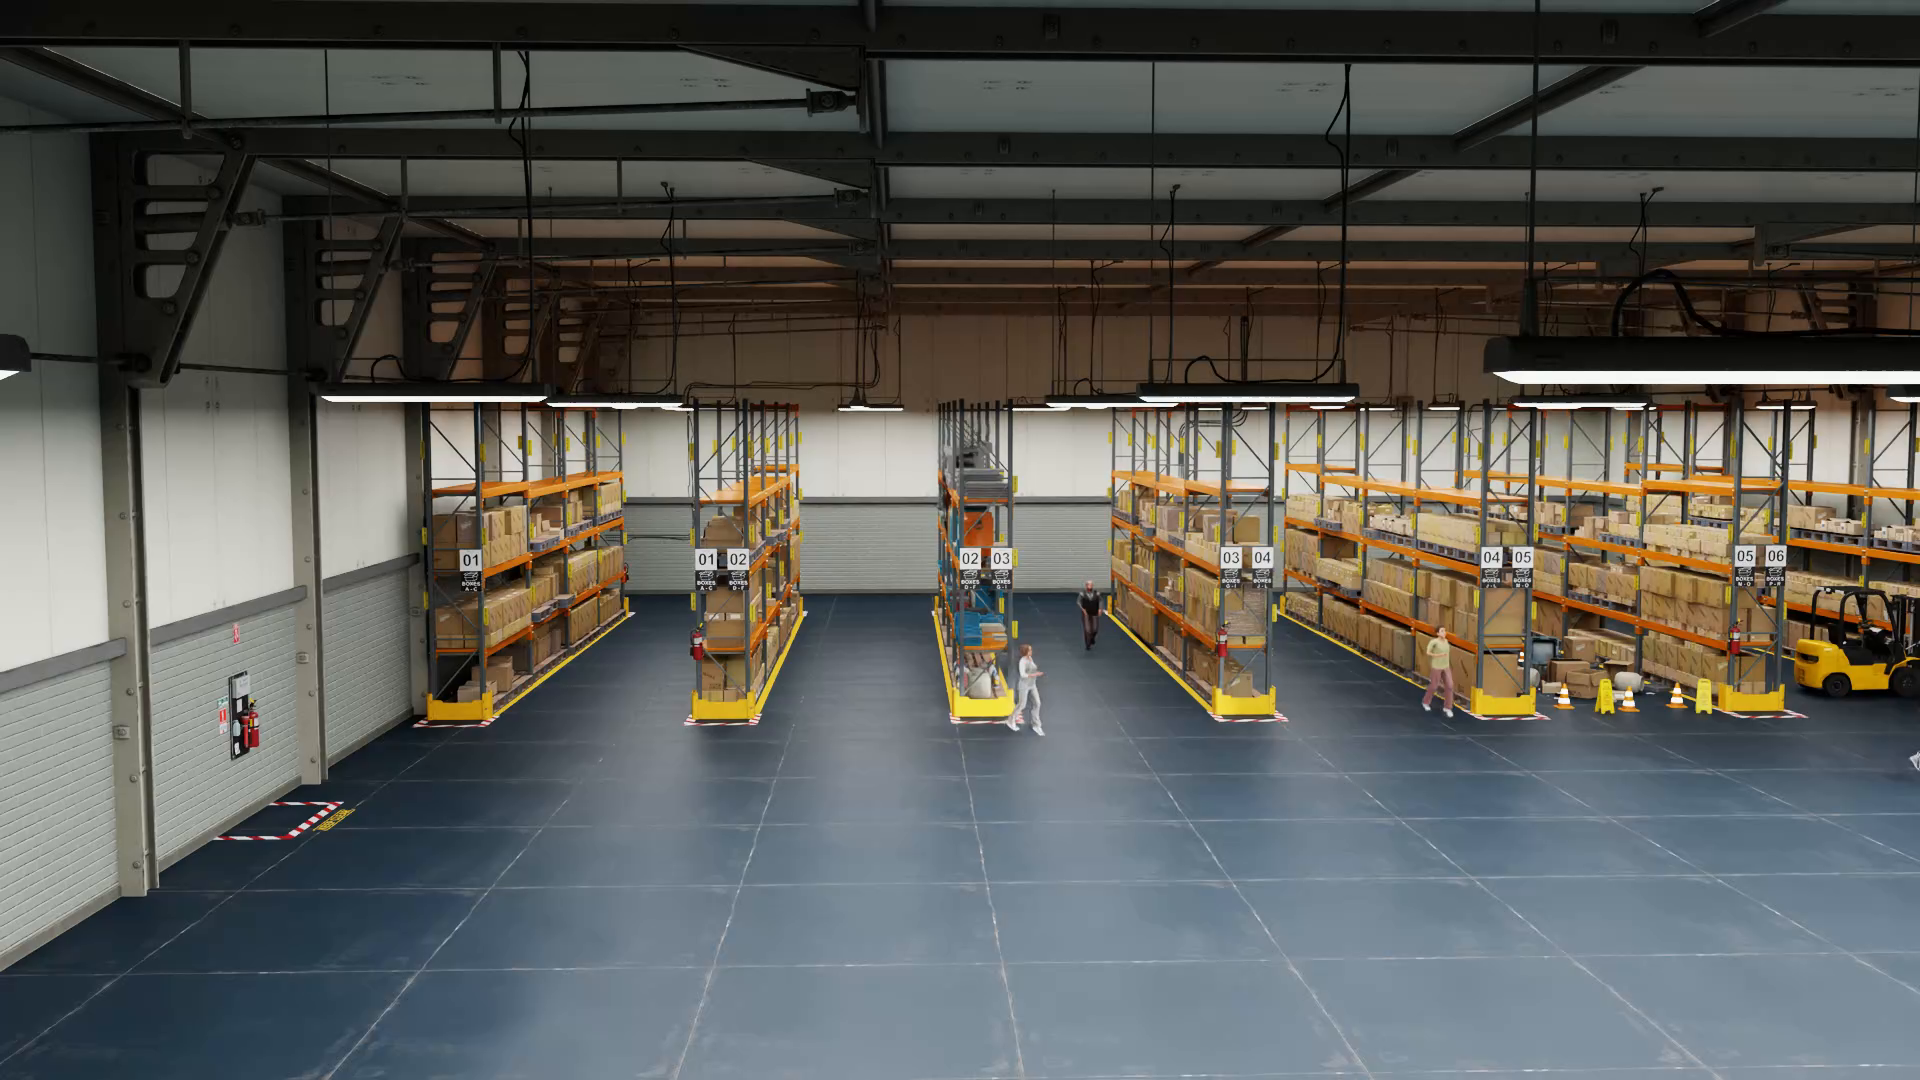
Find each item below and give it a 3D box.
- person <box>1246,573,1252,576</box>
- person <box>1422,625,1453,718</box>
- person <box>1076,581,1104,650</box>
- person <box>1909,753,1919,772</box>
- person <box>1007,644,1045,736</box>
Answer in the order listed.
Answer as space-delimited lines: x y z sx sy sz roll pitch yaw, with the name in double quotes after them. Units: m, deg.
8.589 1.177 48.842 0.884 1.674 0.868 0 4 -5 "person"
9.124 2.477 31.660 0.580 1.718 0.790 -1 5 -17 "person"
3.163 1.822 40.387 0.691 1.680 0.599 0 4 -5 "person"
15.210 2.925 25.800 0.588 1.664 0.831 -4 6 -44 "person"
1.154 2.661 29.634 0.739 1.637 0.519 3 5 34 "person"
